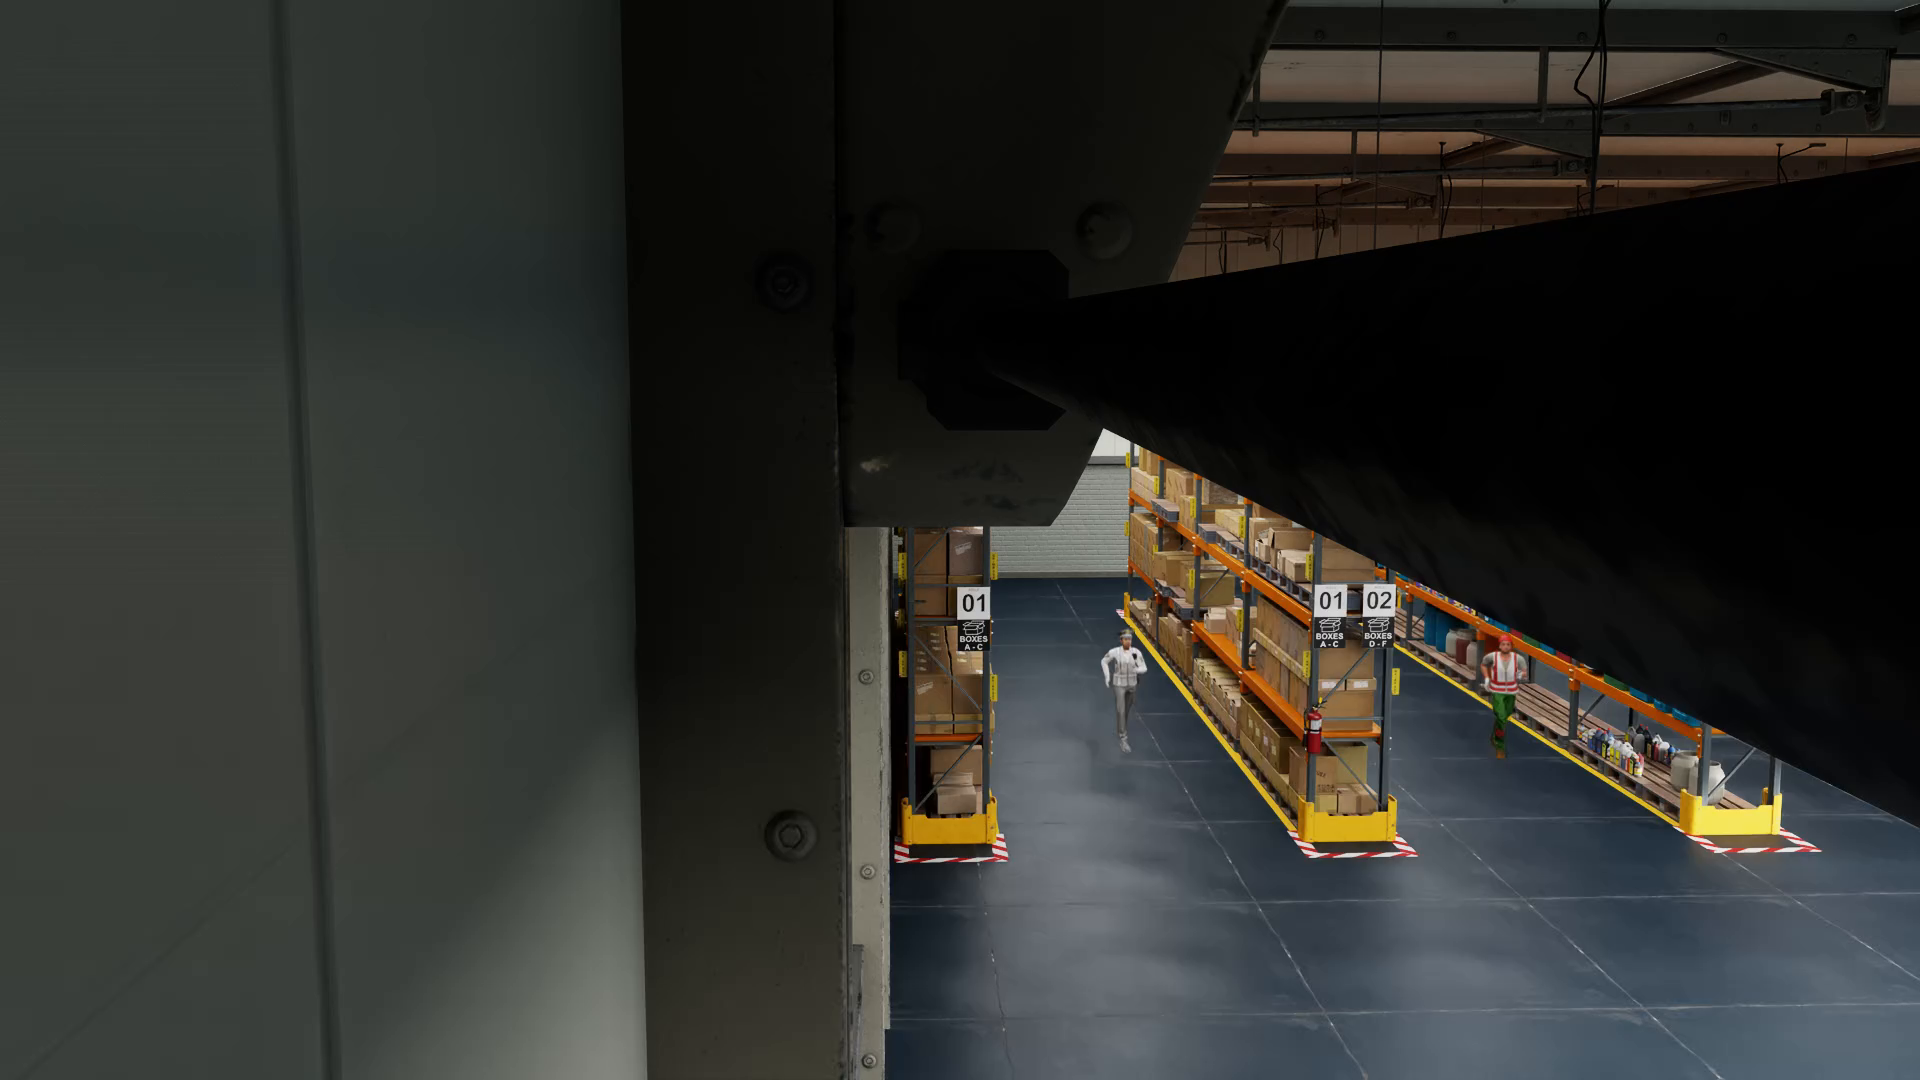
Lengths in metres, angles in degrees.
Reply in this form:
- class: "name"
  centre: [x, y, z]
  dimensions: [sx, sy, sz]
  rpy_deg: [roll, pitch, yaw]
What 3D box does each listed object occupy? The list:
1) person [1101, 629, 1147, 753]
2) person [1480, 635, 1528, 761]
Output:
- class: "person"
  centre: [2.384, 2.123, 23.928]
  dimensions: [0.599, 1.719, 0.803]
  rpy_deg: [-1, 7, -11]
- class: "person"
  centre: [8.074, 2.302, 24.654]
  dimensions: [0.619, 1.849, 0.802]
  rpy_deg: [0, 7, 1]
